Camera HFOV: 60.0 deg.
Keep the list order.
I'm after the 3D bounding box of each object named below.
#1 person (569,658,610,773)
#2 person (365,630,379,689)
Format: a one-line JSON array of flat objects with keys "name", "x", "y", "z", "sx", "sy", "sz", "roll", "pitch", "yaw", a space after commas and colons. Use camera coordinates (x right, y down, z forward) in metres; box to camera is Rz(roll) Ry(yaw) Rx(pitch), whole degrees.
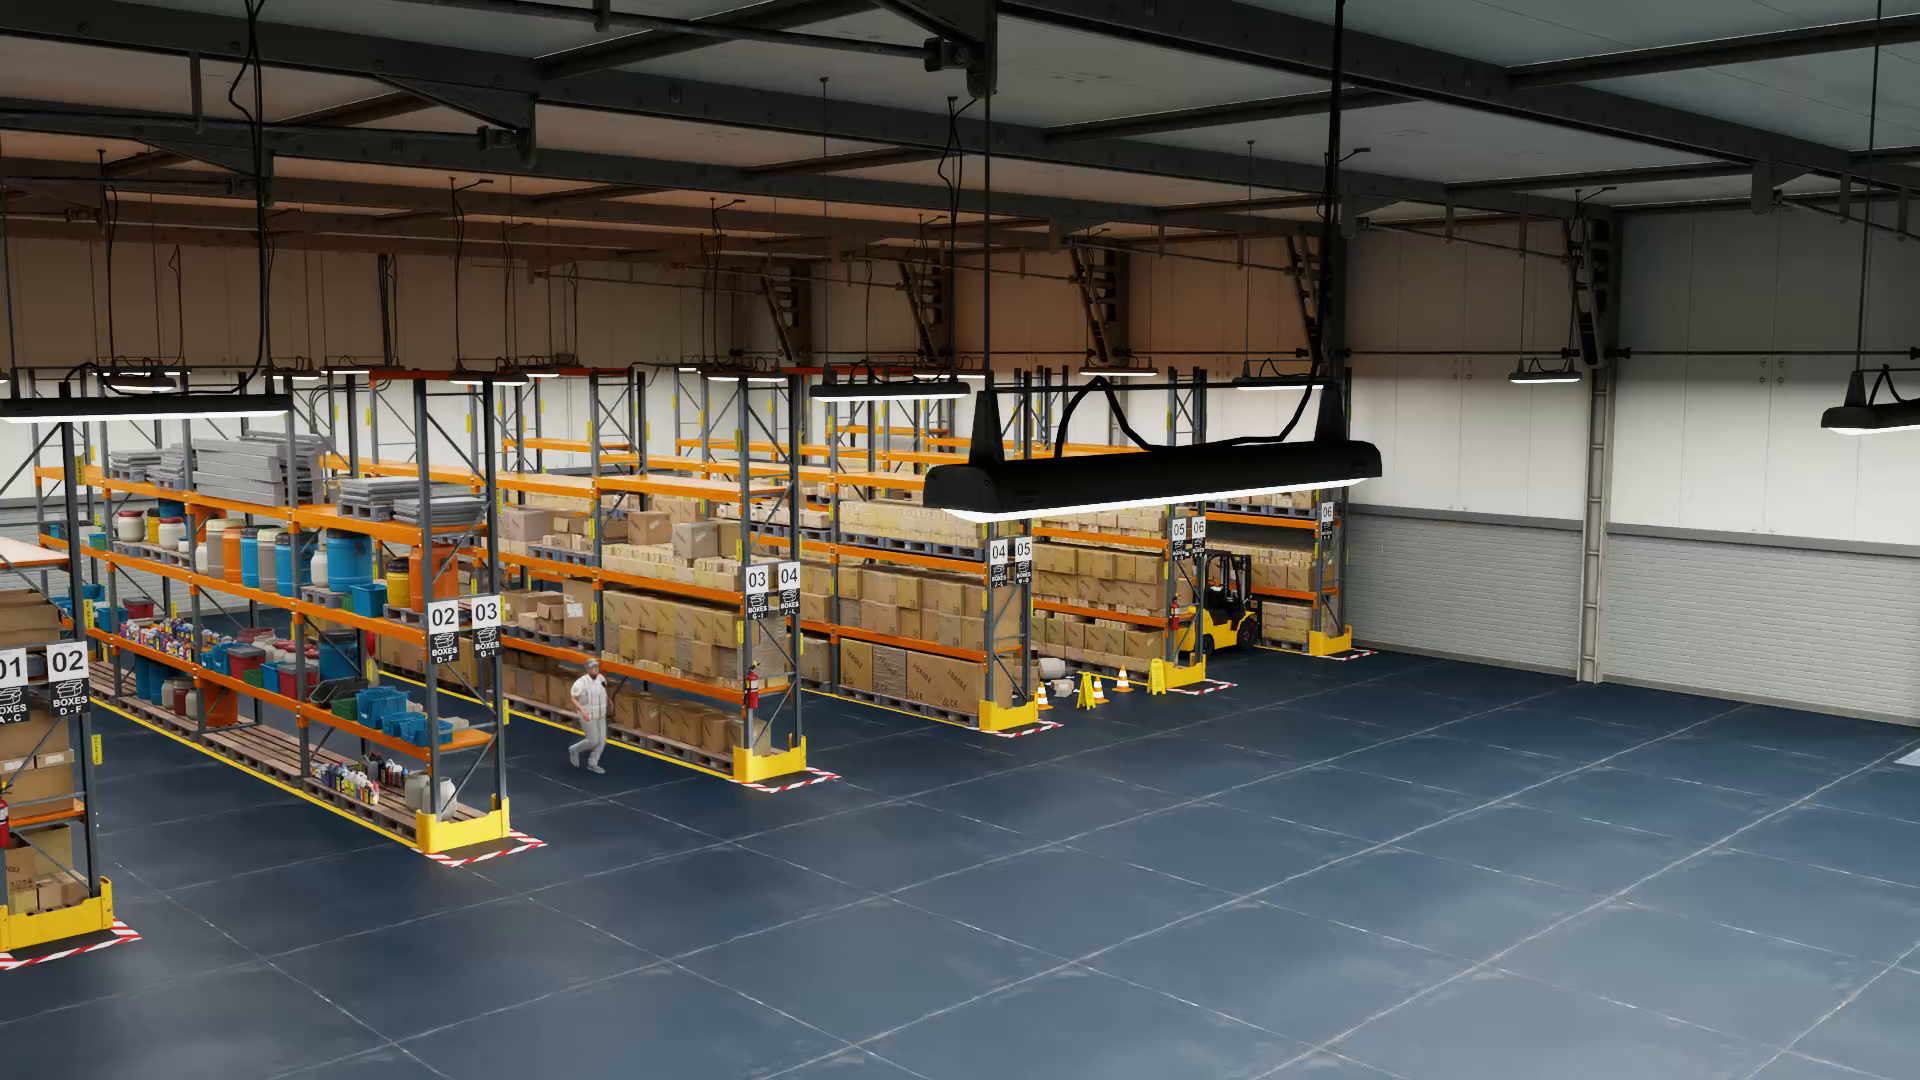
[{"name": "person", "x": -5.595, "y": 2.633, "z": 25.186, "sx": 0.563, "sy": 1.758, "sz": 0.633, "roll": 5, "pitch": 8, "yaw": 37}, {"name": "person", "x": -10.600, "y": 2.158, "z": 29.460, "sx": 0.918, "sy": 1.719, "sz": 0.647, "roll": 4, "pitch": 7, "yaw": 30}]
